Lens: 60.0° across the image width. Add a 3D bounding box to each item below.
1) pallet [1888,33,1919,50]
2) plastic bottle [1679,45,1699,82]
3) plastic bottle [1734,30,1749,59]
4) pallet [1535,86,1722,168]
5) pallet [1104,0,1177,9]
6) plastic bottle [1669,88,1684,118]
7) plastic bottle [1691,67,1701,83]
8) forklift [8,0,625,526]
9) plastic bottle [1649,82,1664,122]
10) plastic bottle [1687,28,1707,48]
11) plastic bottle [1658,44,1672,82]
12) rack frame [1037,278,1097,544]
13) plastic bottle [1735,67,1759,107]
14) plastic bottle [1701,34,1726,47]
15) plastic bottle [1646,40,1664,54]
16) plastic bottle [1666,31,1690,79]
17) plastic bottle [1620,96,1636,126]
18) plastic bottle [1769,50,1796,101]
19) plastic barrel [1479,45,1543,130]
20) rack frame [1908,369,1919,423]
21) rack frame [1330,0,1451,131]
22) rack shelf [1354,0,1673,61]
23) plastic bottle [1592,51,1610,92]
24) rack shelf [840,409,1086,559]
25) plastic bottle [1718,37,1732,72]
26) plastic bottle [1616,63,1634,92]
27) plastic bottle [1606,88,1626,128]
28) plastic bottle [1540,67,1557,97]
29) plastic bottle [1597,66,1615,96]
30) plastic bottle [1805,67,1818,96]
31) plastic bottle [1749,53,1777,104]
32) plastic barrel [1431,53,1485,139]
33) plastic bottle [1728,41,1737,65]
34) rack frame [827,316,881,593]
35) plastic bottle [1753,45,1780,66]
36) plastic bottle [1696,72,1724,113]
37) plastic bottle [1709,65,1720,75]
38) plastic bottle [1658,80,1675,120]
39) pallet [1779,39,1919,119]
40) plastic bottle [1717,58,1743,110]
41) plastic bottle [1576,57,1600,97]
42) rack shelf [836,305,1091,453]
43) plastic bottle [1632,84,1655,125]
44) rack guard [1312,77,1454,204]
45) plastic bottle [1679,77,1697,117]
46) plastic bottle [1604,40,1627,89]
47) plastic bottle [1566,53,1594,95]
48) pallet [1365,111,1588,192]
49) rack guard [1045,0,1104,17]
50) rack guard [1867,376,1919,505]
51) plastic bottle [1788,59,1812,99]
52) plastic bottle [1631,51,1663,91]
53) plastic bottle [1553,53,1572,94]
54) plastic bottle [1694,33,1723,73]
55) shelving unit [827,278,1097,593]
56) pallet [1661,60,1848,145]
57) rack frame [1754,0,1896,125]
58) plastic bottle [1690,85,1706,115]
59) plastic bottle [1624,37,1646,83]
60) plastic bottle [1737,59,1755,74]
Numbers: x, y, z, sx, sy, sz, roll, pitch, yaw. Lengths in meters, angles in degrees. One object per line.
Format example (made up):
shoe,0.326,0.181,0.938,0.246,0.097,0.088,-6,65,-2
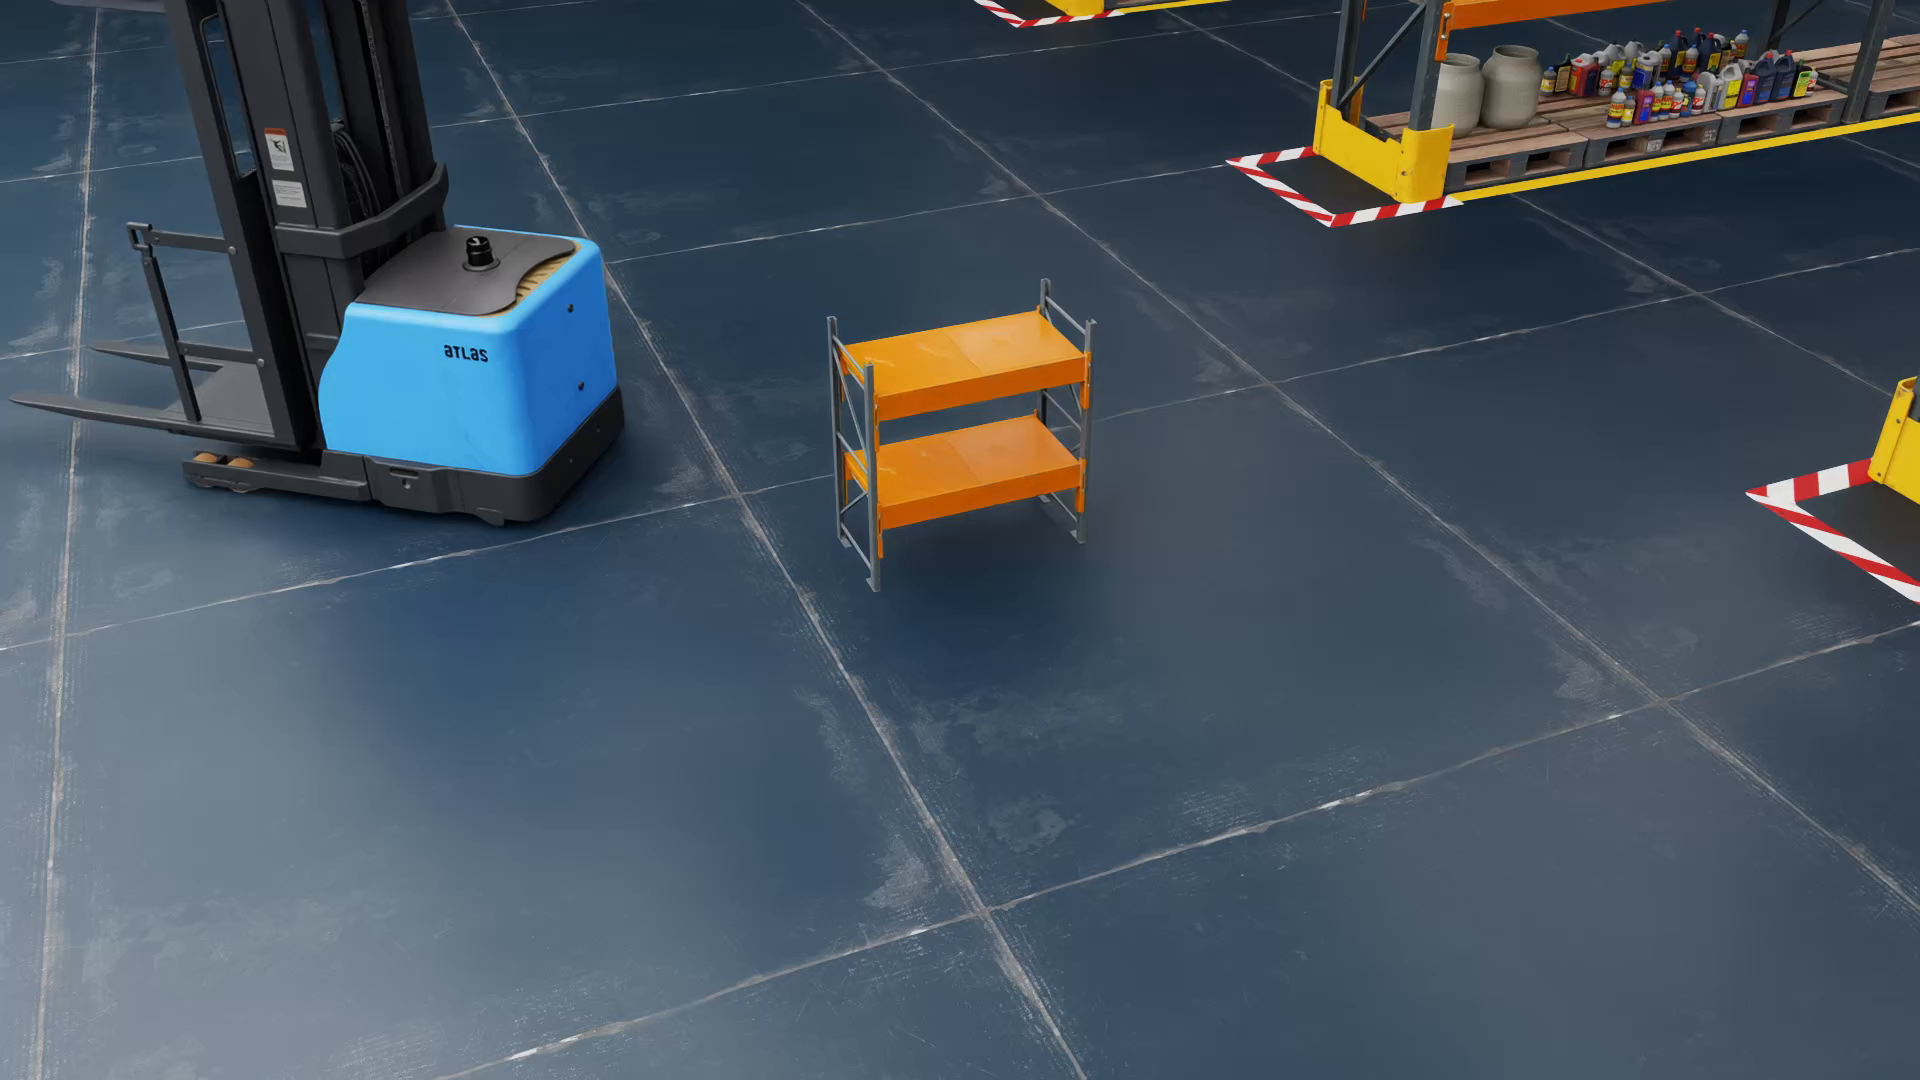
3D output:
pallet,8.402,-3.932,13.599,1.213,0.211,1.003,-13,35,-19
plastic bottle,5.575,-3.643,12.697,0.097,0.271,0.097,0,33,0
plastic bottle,6.103,-3.849,13.014,0.097,0.271,0.097,0,33,0
pallet,4.805,-3.106,12.330,1.213,0.211,1.003,-13,35,-19
pallet,1.653,-5.316,15.727,1.213,0.211,1.003,-13,35,-19
plastic bottle,5.171,-3.163,12.023,0.097,0.201,0.097,0,33,0
plastic bottle,5.417,-3.333,12.209,0.133,0.283,0.061,-13,35,-19
forklift,-3.289,-1.727,7.717,3.031,2.935,1.130,8,34,12
plastic bottle,4.987,-3.150,11.939,0.097,0.271,0.097,0,33,0
plastic bottle,5.662,-3.768,12.816,0.185,0.351,0.144,-12,35,-18
plastic bottle,5.367,-3.645,12.700,0.097,0.271,0.097,0,33,0
rack frame,0.475,-0.580,7.610,0.032,1.125,0.500,-13,35,-19
plastic bottle,5.774,-3.325,12.196,0.133,0.283,0.061,-11,35,-16
plastic bottle,5.816,-3.769,12.887,0.135,0.276,0.152,-12,35,-17
plastic bottle,5.320,-3.686,12.752,0.133,0.283,0.061,-11,35,-17
plastic bottle,5.488,-3.728,12.755,0.185,0.351,0.144,-14,36,-21
plastic bottle,4.766,-3.070,11.881,0.097,0.201,0.097,0,33,0
plastic bottle,6.085,-3.449,12.325,0.185,0.351,0.144,-14,36,-20
plastic barrel,3.918,-3.227,11.856,0.421,0.512,0.421,0,33,0
rack frame,4.796,-1.320,7.029,0.127,3.000,1.000,-13,35,-19
rack frame,2.879,-3.811,10.857,0.127,3.000,1.000,-13,35,-19
rack shelf,4.723,-3.932,11.702,4.000,0.370,1.077,-13,35,-19
plastic bottle,4.773,-3.531,12.520,0.135,0.276,0.152,-14,36,-20
rack shelf,0.006,-0.268,7.579,1.000,0.278,0.538,-13,35,-19
plastic bottle,5.858,-3.719,12.803,0.133,0.283,0.061,-13,35,-19
plastic bottle,5.012,-3.485,12.518,0.097,0.201,0.097,0,33,0
plastic bottle,4.671,-3.078,11.828,0.097,0.271,0.097,0,33,0
plastic bottle,4.402,-3.431,12.435,0.097,0.201,0.097,0,33,0
plastic bottle,4.839,-3.441,12.450,0.097,0.201,0.097,0,33,0
plastic bottle,6.353,-3.434,12.439,0.097,0.201,0.097,0,33,0
plastic bottle,5.908,-3.408,12.263,0.185,0.351,0.144,-15,36,-21
plastic barrel,3.456,-3.122,11.693,0.421,0.512,0.421,0,33,0
plastic bottle,6.010,-3.799,13.000,0.097,0.201,0.097,0,33,0
rack frame,-0.462,-0.366,7.280,0.032,1.125,0.500,-13,35,-19
plastic bottle,6.029,-3.521,12.437,0.185,0.351,0.144,-13,35,-19
plastic bottle,5.458,-3.276,12.129,0.135,0.276,0.152,-12,35,-18
plastic bottle,5.546,-3.358,12.247,0.133,0.283,0.061,-13,35,-19
plastic bottle,5.079,-3.171,11.972,0.097,0.271,0.097,0,33,0
pallet,7.276,-3.672,13.200,1.213,0.211,1.003,-13,35,-19
plastic bottle,5.610,-3.340,12.158,0.185,0.351,0.144,-13,35,-19
plastic bottle,4.687,-3.451,12.391,0.133,0.283,0.061,-13,35,-19
rack shelf,0.006,-0.718,7.286,1.000,0.278,0.538,-13,35,-19
plastic bottle,4.887,-3.121,11.884,0.133,0.283,0.061,-12,35,-18
rack guard,2.931,-2.803,11.599,0.348,0.500,1.175,-13,35,-19
plastic bottle,5.266,-3.214,12.038,0.097,0.271,0.097,0,33,0
plastic bottle,4.924,-3.599,12.556,0.185,0.351,0.144,-11,35,-17
plastic bottle,4.645,-3.501,12.475,0.135,0.276,0.152,-13,35,-19
pallet,3.682,-2.851,11.938,1.213,0.211,1.003,-13,35,-19
rack guard,0.942,-5.250,15.360,0.348,0.500,1.175,-13,35,-19
rack guard,4.866,-0.289,7.735,0.348,0.500,1.175,-13,35,-19
plastic bottle,6.251,-3.434,12.364,0.133,0.283,0.061,-11,35,-17
plastic bottle,5.176,-3.538,12.531,0.135,0.276,0.152,-13,35,-19
plastic bottle,4.503,-3.499,12.464,0.133,0.283,0.061,-12,35,-18
plastic bottle,5.718,-3.695,12.704,0.185,0.351,0.144,-13,35,-19
shelving unit,0.006,-0.473,7.445,1.048,1.125,0.538,-13,35,-19
pallet,5.931,-3.366,12.729,1.213,0.211,1.003,-13,35,-19
rack frame,6.567,-4.655,12.155,0.127,3.000,1.000,-13,35,-19
plastic bottle,5.360,-3.206,12.090,0.097,0.201,0.097,0,33,0
plastic bottle,5.096,-3.638,12.617,0.185,0.351,0.144,-13,35,-19
plastic bottle,5.827,-3.446,12.390,0.135,0.276,0.152,-13,35,-19
